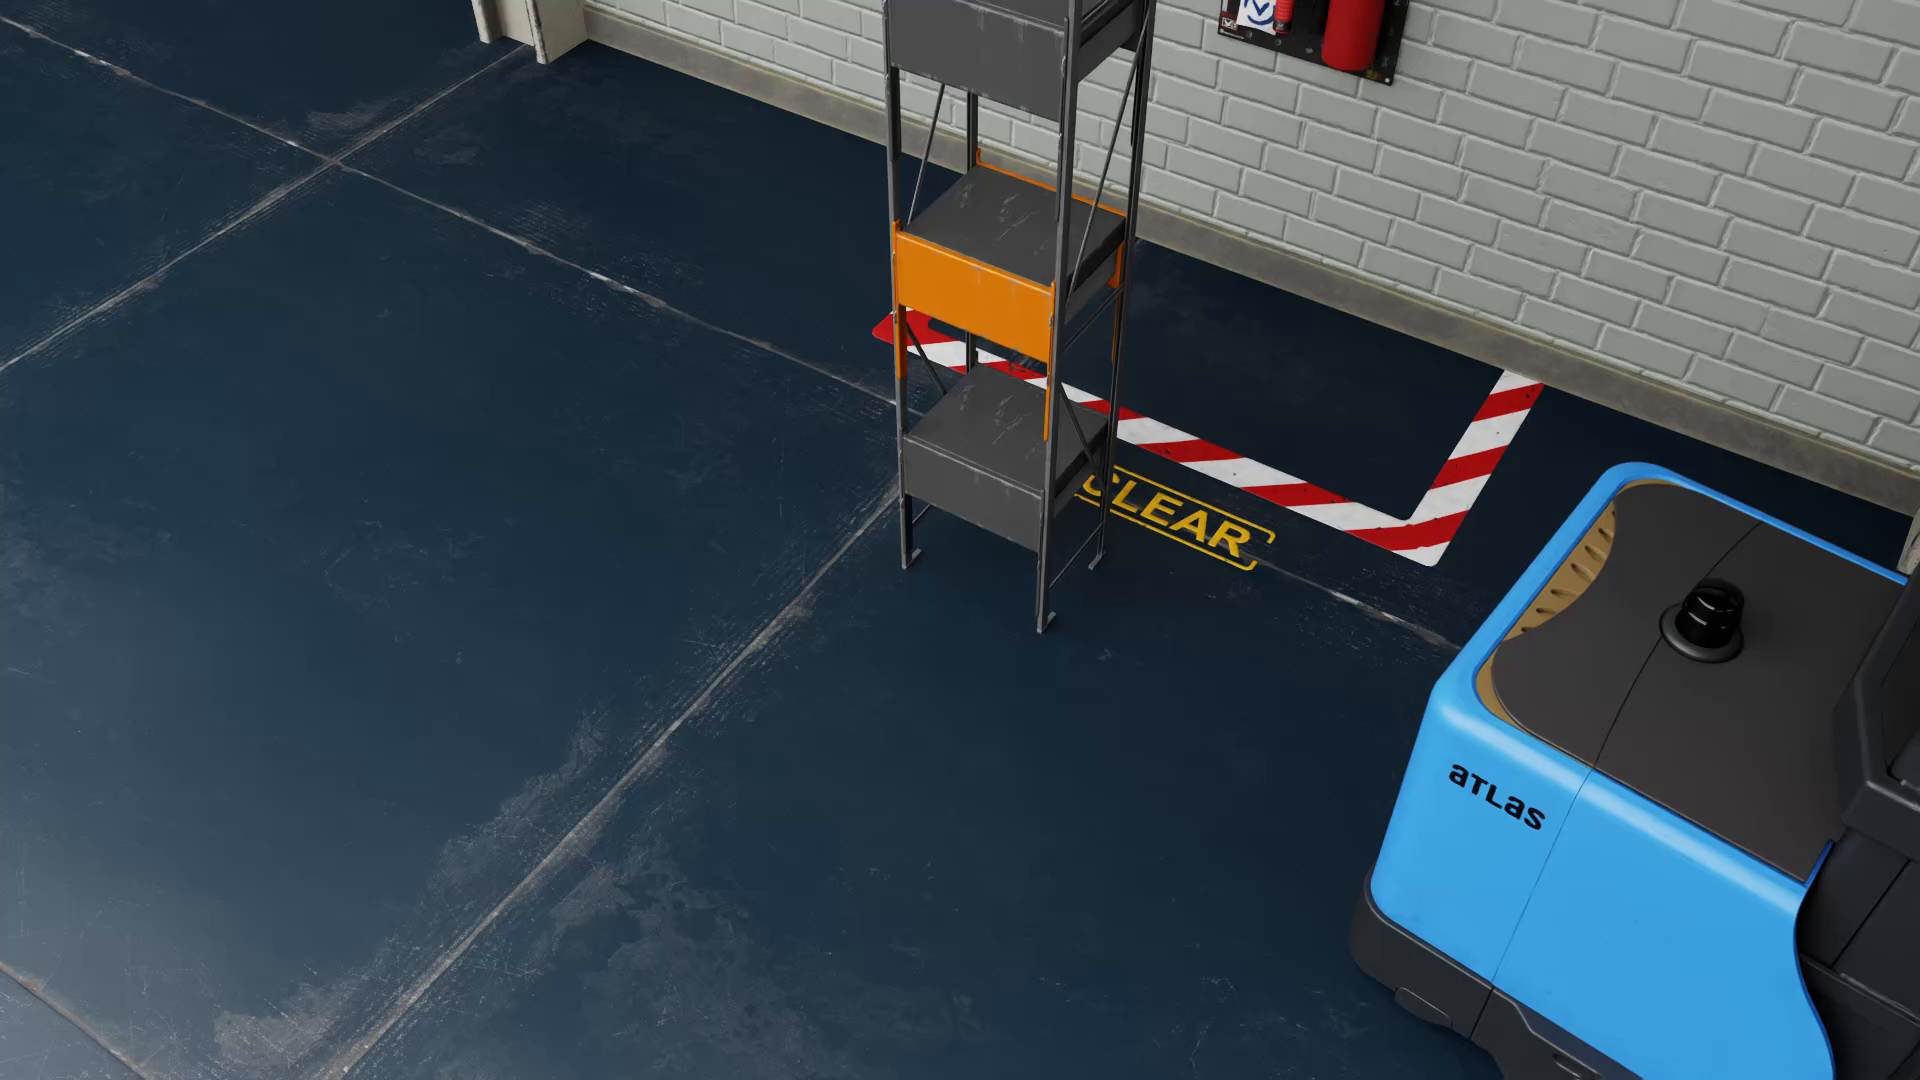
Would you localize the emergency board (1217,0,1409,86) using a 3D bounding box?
[{"bbox_3d":[1.097,-1.949,5.052,0.643,1.169,0.194,25,51,22],"label":"emergency board"}]

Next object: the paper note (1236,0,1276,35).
[{"bbox_3d":[0.986,-1.752,5.475,0.142,0.148,0.016,25,51,22],"label":"paper note"}]

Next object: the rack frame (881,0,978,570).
[{"bbox_3d":[-0.066,-0.762,4.527,0.015,2.100,0.400,25,51,22],"label":"rack frame"}]

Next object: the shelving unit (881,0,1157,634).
[{"bbox_3d":[0.139,-0.668,4.435,0.503,2.100,0.431,25,51,22],"label":"shelving unit"}]

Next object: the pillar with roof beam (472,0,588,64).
[{"bbox_3d":[-4.218,-2.784,1.681,0.400,9.000,9.100,25,51,22],"label":"pillar with roof beam"}]

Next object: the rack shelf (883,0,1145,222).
[{"bbox_3d":[0.139,-1.146,3.942,0.480,0.518,0.431,25,51,22],"label":"rack shelf"}]

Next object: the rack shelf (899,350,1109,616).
[{"bbox_3d":[0.139,-0.170,4.946,0.480,0.518,0.431,25,51,22],"label":"rack shelf"}]

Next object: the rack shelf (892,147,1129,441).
[{"bbox_3d":[0.139,-0.658,4.444,0.480,0.518,0.431,25,51,22],"label":"rack shelf"}]

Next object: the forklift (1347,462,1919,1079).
[{"bbox_3d":[2.431,0.453,2.766,3.031,2.935,1.130,30,53,26],"label":"forklift"}]

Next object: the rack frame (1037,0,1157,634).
[{"bbox_3d":[0.345,-0.573,4.343,0.015,2.100,0.400,25,51,22],"label":"rack frame"}]
